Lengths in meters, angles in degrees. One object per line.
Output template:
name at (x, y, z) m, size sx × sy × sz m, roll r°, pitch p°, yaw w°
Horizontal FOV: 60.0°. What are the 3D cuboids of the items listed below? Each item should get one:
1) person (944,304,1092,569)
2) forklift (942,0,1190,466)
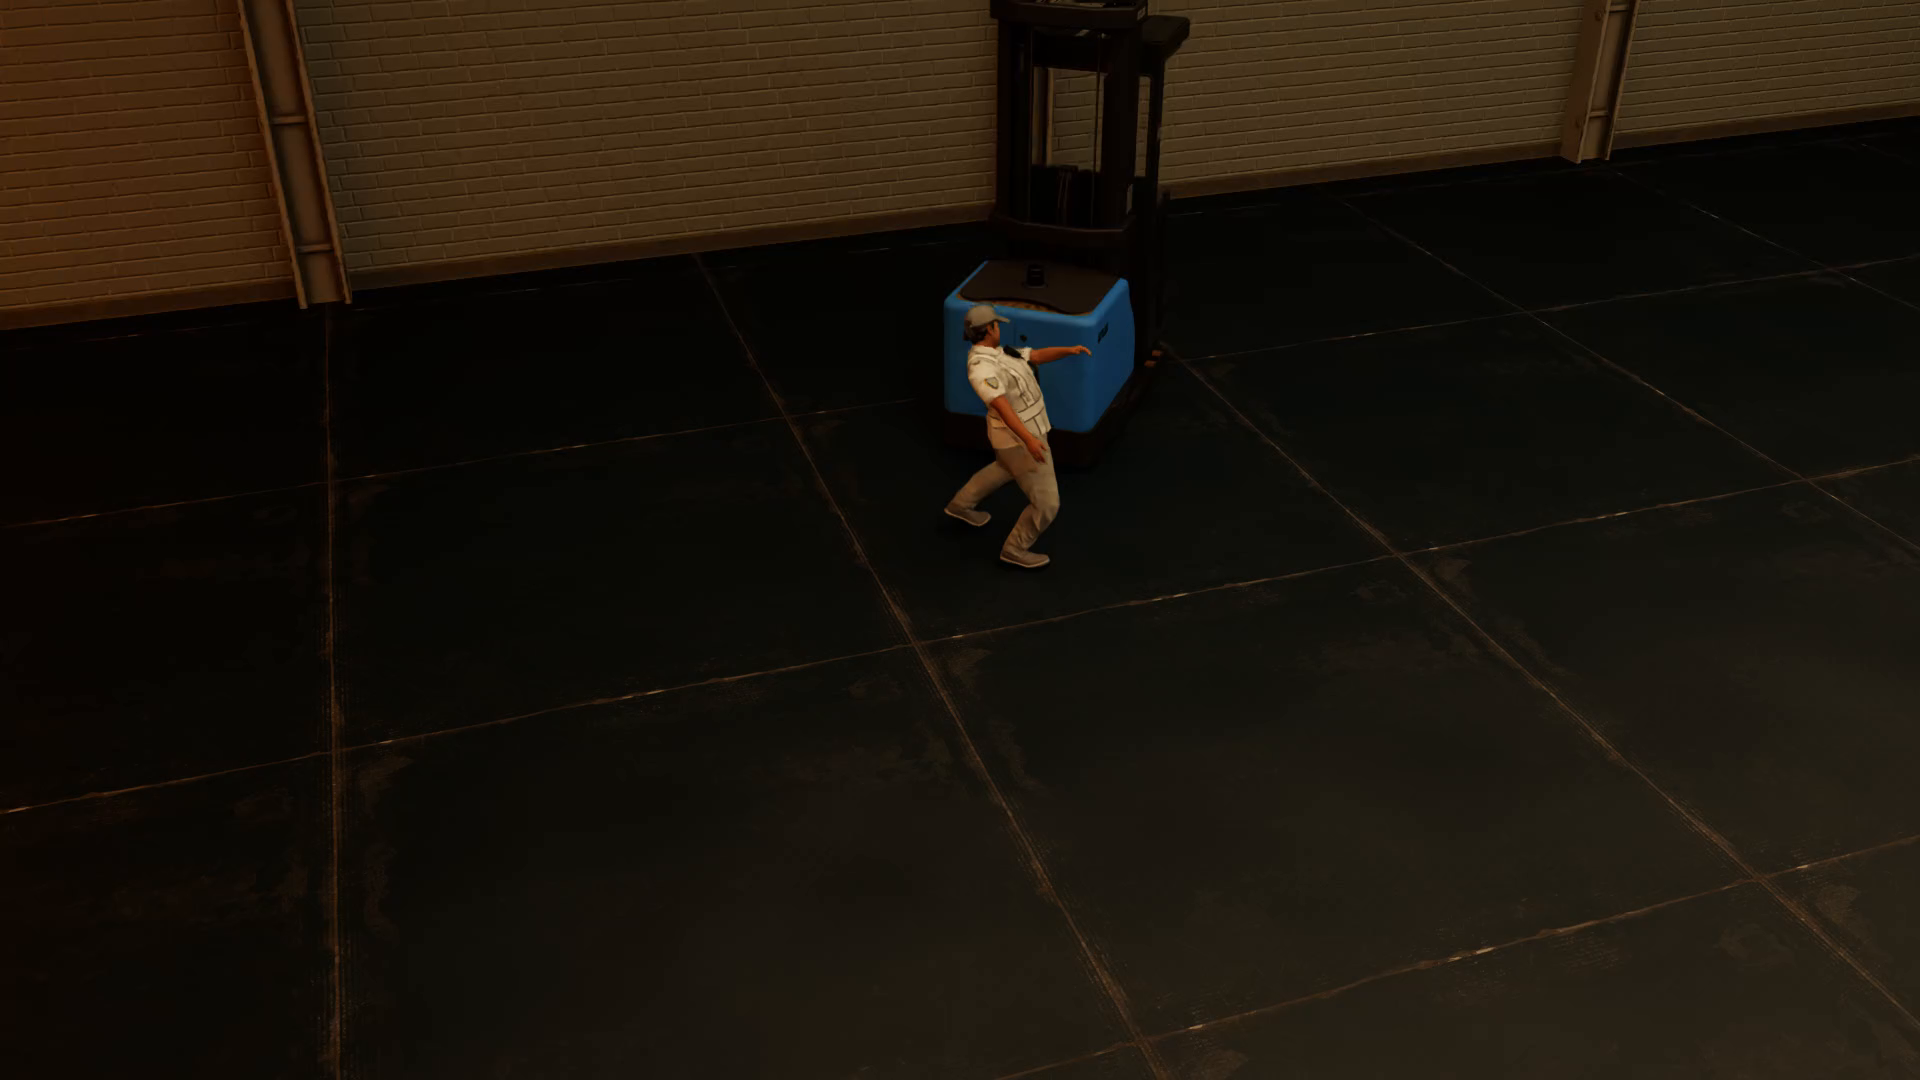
person at (0.354, -0.564, 9.501) m, size 0.786 × 1.475 × 0.895 m, roll -3°, pitch 30°, yaw -6°
forklift at (0.873, -2.465, 11.371) m, size 1.130 × 2.935 × 3.031 m, roll 11°, pitch 32°, yaw 18°
